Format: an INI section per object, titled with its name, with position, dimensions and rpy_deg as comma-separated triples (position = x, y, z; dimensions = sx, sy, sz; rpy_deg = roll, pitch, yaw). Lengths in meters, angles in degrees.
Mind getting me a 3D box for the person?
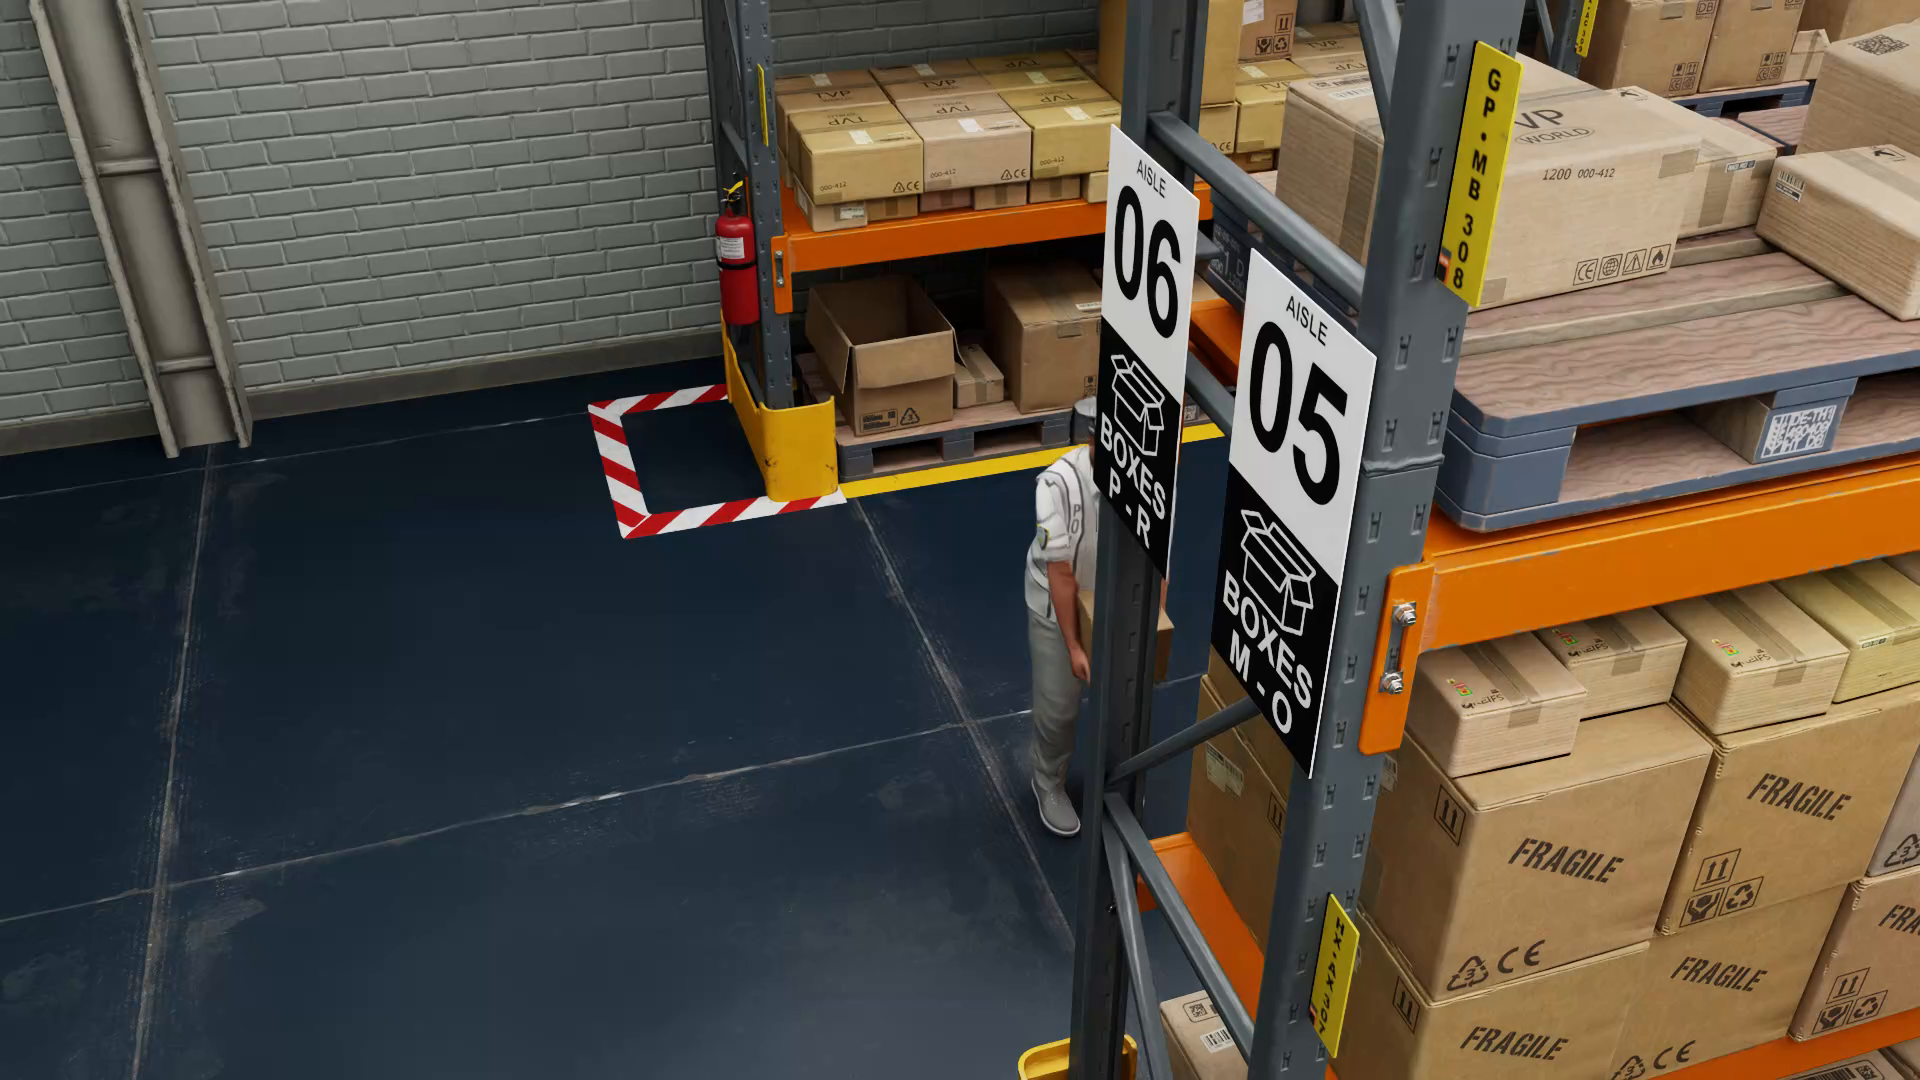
[person]
position = 0.488, 0.249, 5.752
dimensions = 0.490, 1.771, 0.567
rpy_deg = -11, 35, -15
